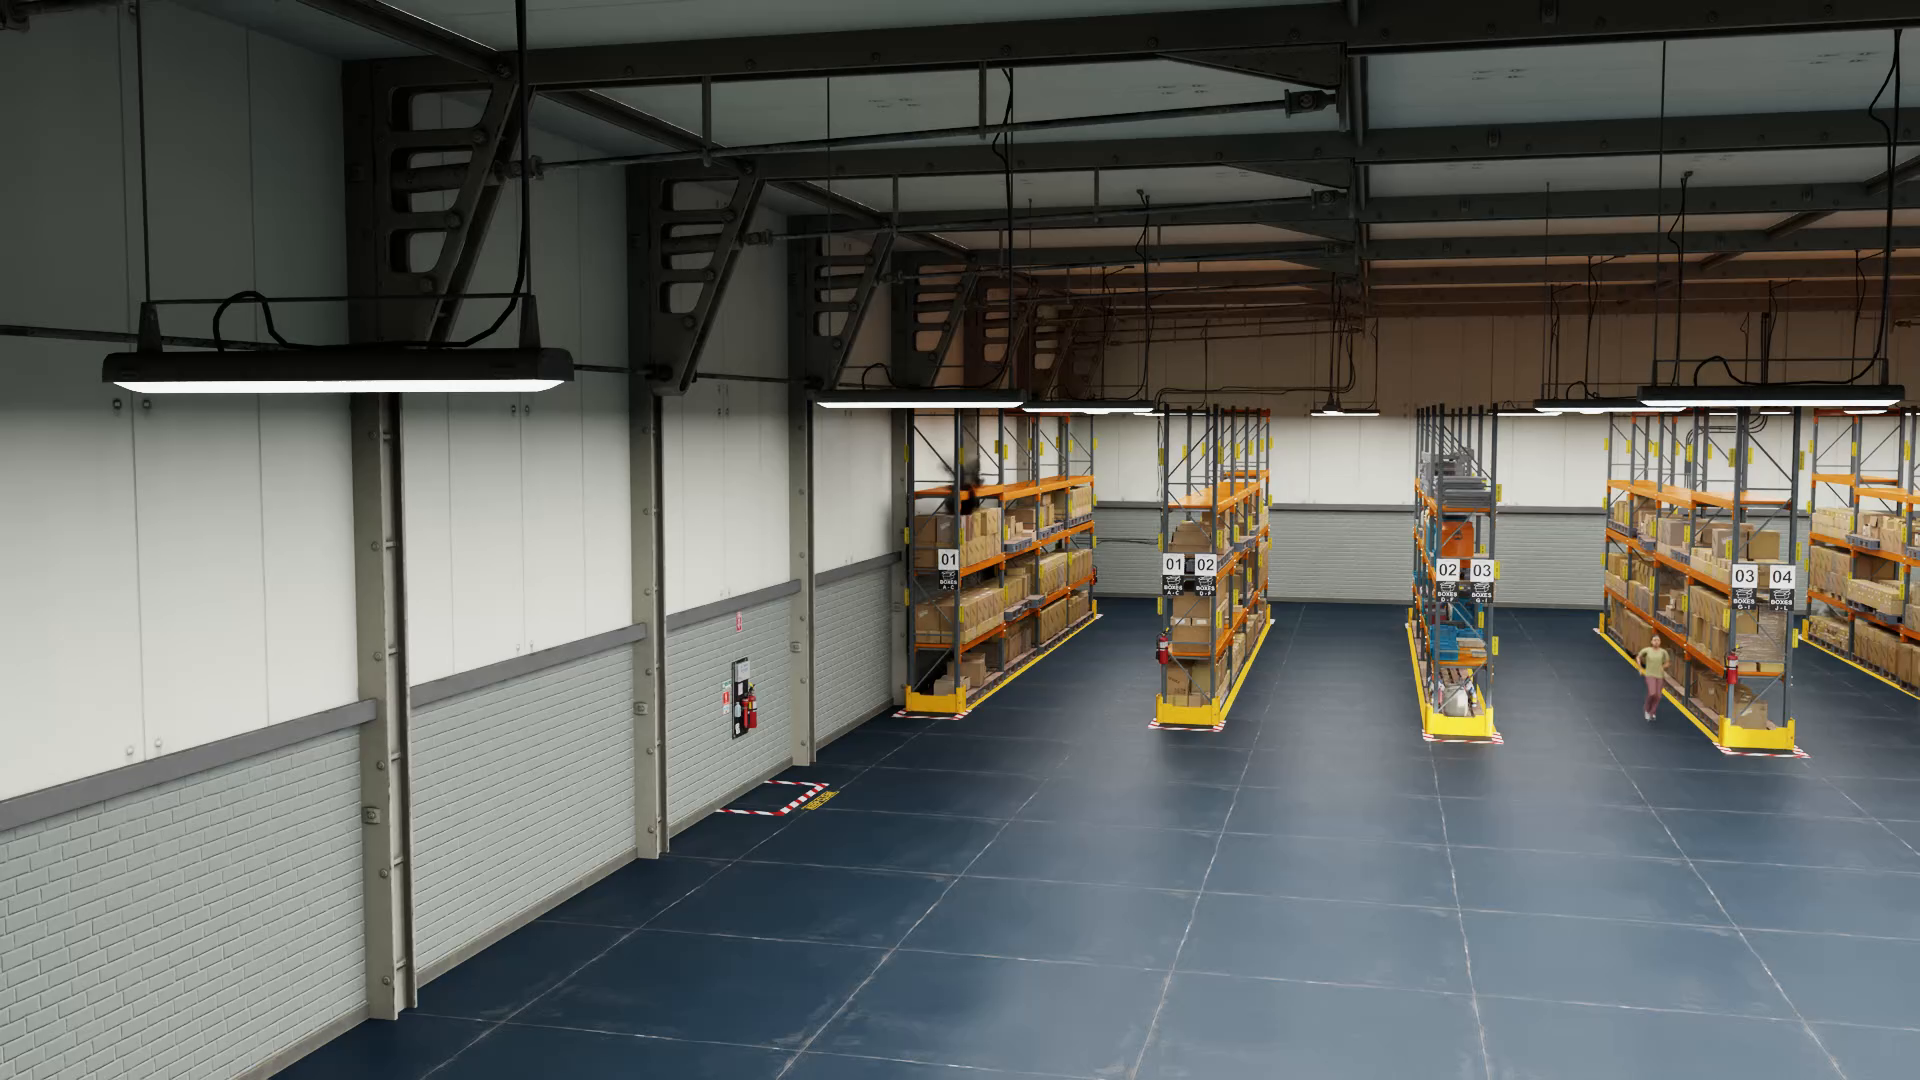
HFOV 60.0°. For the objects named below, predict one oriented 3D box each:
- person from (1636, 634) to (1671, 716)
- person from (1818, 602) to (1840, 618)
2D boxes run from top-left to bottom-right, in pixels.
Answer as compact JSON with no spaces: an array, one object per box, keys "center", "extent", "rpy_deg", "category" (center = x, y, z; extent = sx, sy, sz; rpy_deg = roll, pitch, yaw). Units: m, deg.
[{"center":[13.119,2.566,31.405],"extent":[0.560,1.576,0.623],"rpy_deg":[1,4,8],"category":"person"},{"center":[23.190,1.593,44.287],"extent":[0.821,1.533,0.578],"rpy_deg":[1,4,15],"category":"person"}]
